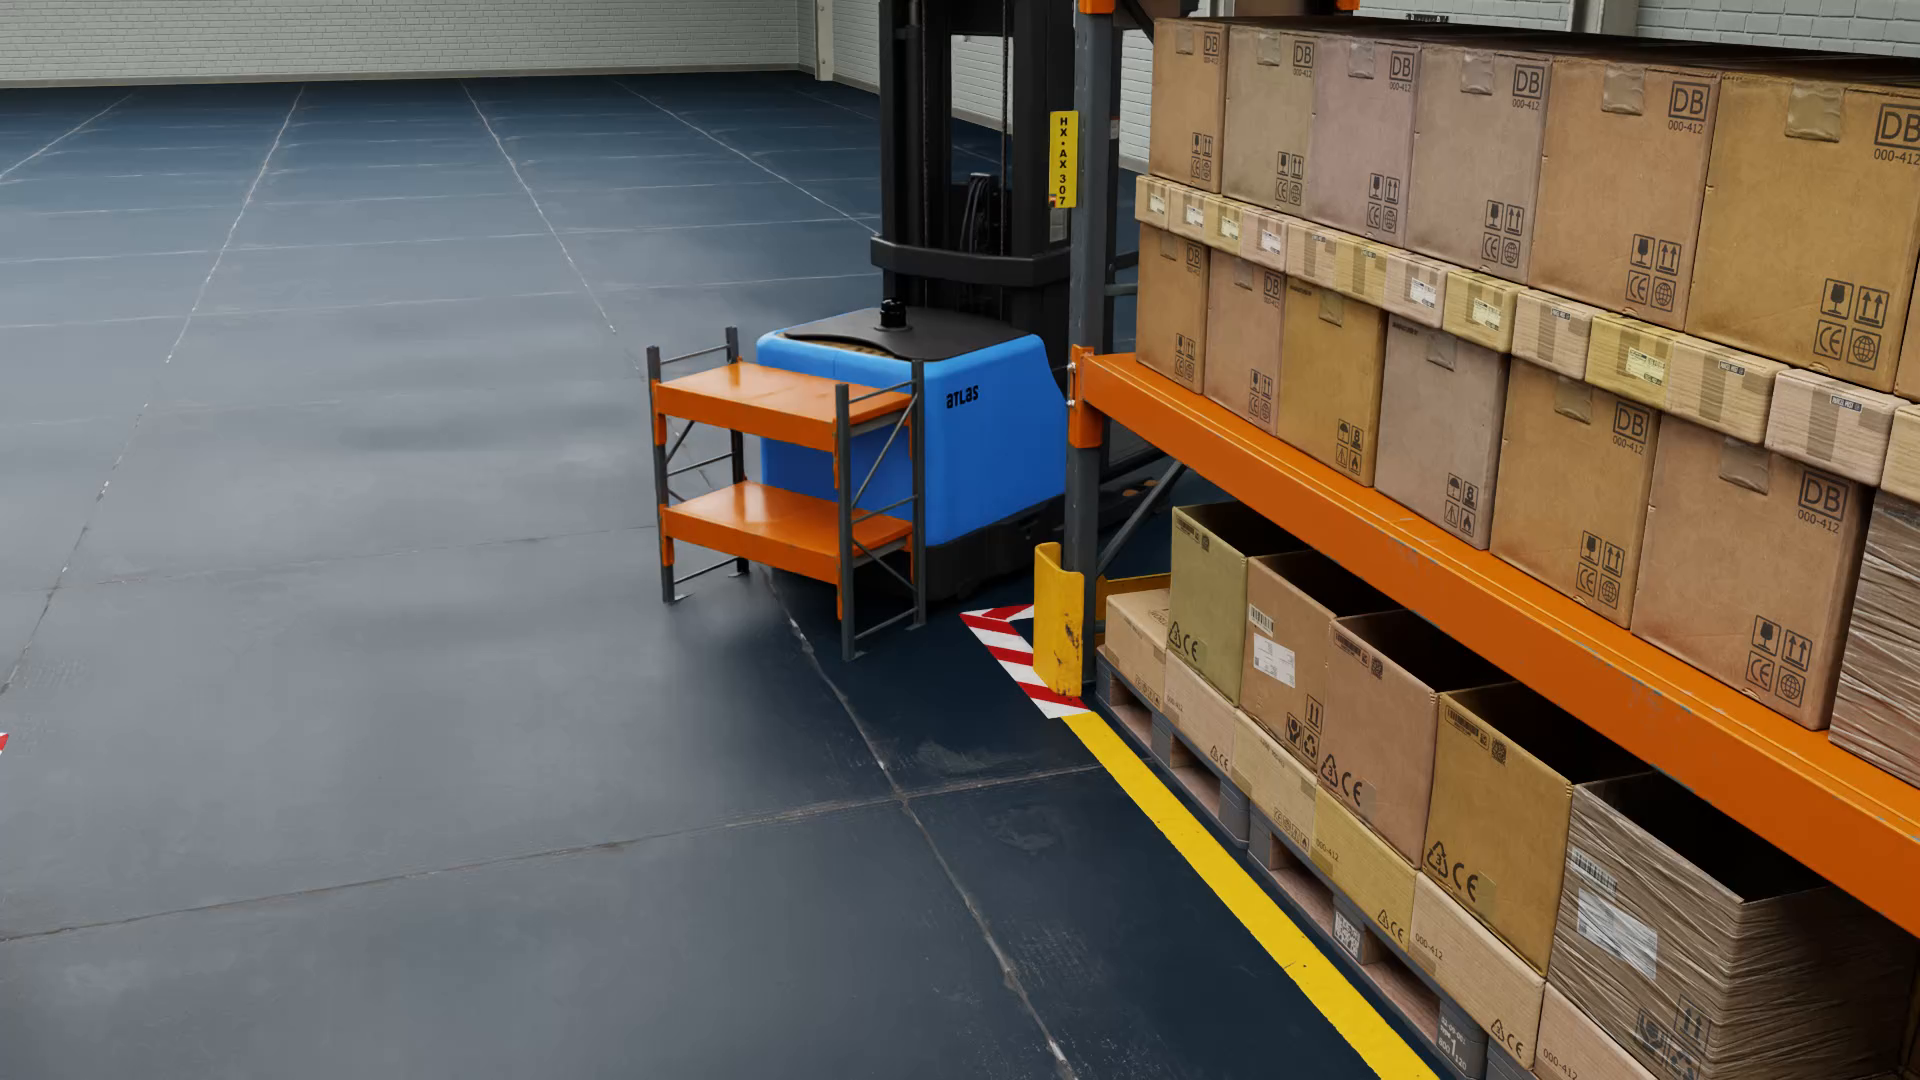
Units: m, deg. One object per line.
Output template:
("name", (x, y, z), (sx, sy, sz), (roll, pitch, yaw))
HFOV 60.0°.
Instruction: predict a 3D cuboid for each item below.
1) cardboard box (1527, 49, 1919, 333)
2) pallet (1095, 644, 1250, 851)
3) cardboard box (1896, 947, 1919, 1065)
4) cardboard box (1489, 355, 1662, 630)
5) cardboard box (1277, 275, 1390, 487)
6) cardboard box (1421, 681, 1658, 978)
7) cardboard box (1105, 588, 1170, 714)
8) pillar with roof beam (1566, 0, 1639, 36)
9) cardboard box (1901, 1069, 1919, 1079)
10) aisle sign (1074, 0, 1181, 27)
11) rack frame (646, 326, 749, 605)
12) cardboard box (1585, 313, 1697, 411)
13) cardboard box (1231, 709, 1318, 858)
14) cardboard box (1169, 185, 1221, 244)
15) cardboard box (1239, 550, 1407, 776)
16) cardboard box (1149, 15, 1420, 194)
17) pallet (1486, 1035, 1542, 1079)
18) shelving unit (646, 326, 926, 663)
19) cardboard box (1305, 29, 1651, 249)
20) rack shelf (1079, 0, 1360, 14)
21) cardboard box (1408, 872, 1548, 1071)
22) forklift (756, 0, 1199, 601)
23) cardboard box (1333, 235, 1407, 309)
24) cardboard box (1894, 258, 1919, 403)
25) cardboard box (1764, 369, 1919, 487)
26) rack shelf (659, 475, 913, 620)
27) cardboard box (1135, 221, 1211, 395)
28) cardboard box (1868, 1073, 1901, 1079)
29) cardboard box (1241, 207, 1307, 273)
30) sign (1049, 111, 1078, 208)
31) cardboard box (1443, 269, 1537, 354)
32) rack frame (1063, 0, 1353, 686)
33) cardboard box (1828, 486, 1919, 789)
("cardboard box", (1.680, -0.761, 3.531), (0.700, 0.500, 0.500), (-6, 21, -17))
("pallet", (1.165, 0.631, 5.848), (1.003, 0.211, 1.213), (-6, 21, -17))
("cardboard box", (2.129, 0.763, 3.692), (0.500, 0.500, 0.500), (-6, 21, -17))
("cardboard box", (1.671, -0.158, 3.770), (0.700, 0.500, 0.500), (-6, 21, -16))
("cardboard box", (1.340, -0.490, 4.696), (0.700, 0.500, 0.500), (-6, 21, -17))
("cardboard box", (1.482, 0.657, 3.986), (0.500, 0.500, 0.500), (-6, 21, -17))
("cardboard box", (0.842, 0.370, 5.896), (0.500, 0.250, 0.500), (-6, 21, -17))
("pillar with roof beam", (0.655, -5.609, 10.219), (9.100, 9.000, 0.400), (-6, 21, -17))
("cardboard box", (2.284, 1.277, 3.371), (0.500, 0.250, 0.500), (-6, 21, -17))
("aisle sign", (0.574, -2.134, 5.576), (0.394, 0.787, 0.004), (-6, 21, -17))
("rack frame", (-1.117, -0.321, 7.147), (0.032, 1.125, 0.500), (14, 24, 34))
("cardboard box", (1.535, -0.382, 3.436), (0.380, 0.149, 0.250), (-6, 21, -17))
("cardboard box", (1.160, 0.690, 5.004), (0.500, 0.250, 0.500), (-6, 21, -17))
("cardboard box", (0.890, -1.042, 5.271), (0.380, 0.149, 0.250), (-7, 21, -19))
("cardboard box", (1.171, 0.336, 4.880), (0.500, 0.500, 0.500), (-6, 21, -17))
("cardboard box", (1.036, -1.412, 5.343), (0.700, 0.500, 0.500), (-6, 21, -17))
("pallet", (1.932, 1.414, 3.668), (1.003, 0.211, 1.213), (-6, 21, -17))
("shelving unit", (-0.710, -0.218, 6.860), (1.048, 1.125, 0.538), (14, 24, 34))
("cardboard box", (1.366, -1.082, 4.425), (0.700, 0.500, 0.500), (-6, 21, -17))
("rack shelf", (1.514, -1.354, 3.875), (1.077, 0.370, 4.000), (-6, 21, -17))
("cardboard box", (1.470, 1.012, 4.109), (0.500, 0.250, 0.500), (-6, 21, -17))
("forklift", (0.398, -1.552, 7.901), (1.130, 2.935, 3.031), (15, 24, 35))
("cardboard box", (1.211, -0.713, 4.356), (0.380, 0.149, 0.250), (-7, 21, -18))
("cardboard box", (1.997, -0.438, 2.632), (0.700, 0.500, 0.500), (-6, 21, -17))
("cardboard box", (1.693, -0.219, 2.981), (0.380, 0.149, 0.250), (-7, 21, -19))
("rack shelf", (-0.710, 0.012, 6.943), (1.000, 0.278, 0.538), (14, 24, 34))
("cardboard box", (1.020, -0.818, 5.609), (0.700, 0.500, 0.500), (-6, 21, -17))
("cardboard box", (1.789, 1.332, 3.217), (0.500, 0.250, 0.500), (-6, 21, -17))
("cardboard box", (1.044, -0.880, 4.822), (0.380, 0.149, 0.250), (-7, 21, -18))
("sign", (0.356, -1.310, 5.729), (0.100, 0.325, 0.005), (-6, 21, -17))
("cardboard box", (1.370, -0.548, 3.898), (0.380, 0.149, 0.250), (-6, 21, -15))
("rack frame", (0.885, -0.922, 6.047), (1.000, 3.000, 0.127), (-6, 21, -17))
("cardboard box", (1.997, 0.172, 2.851), (0.700, 0.500, 0.500), (-7, 21, -19))
